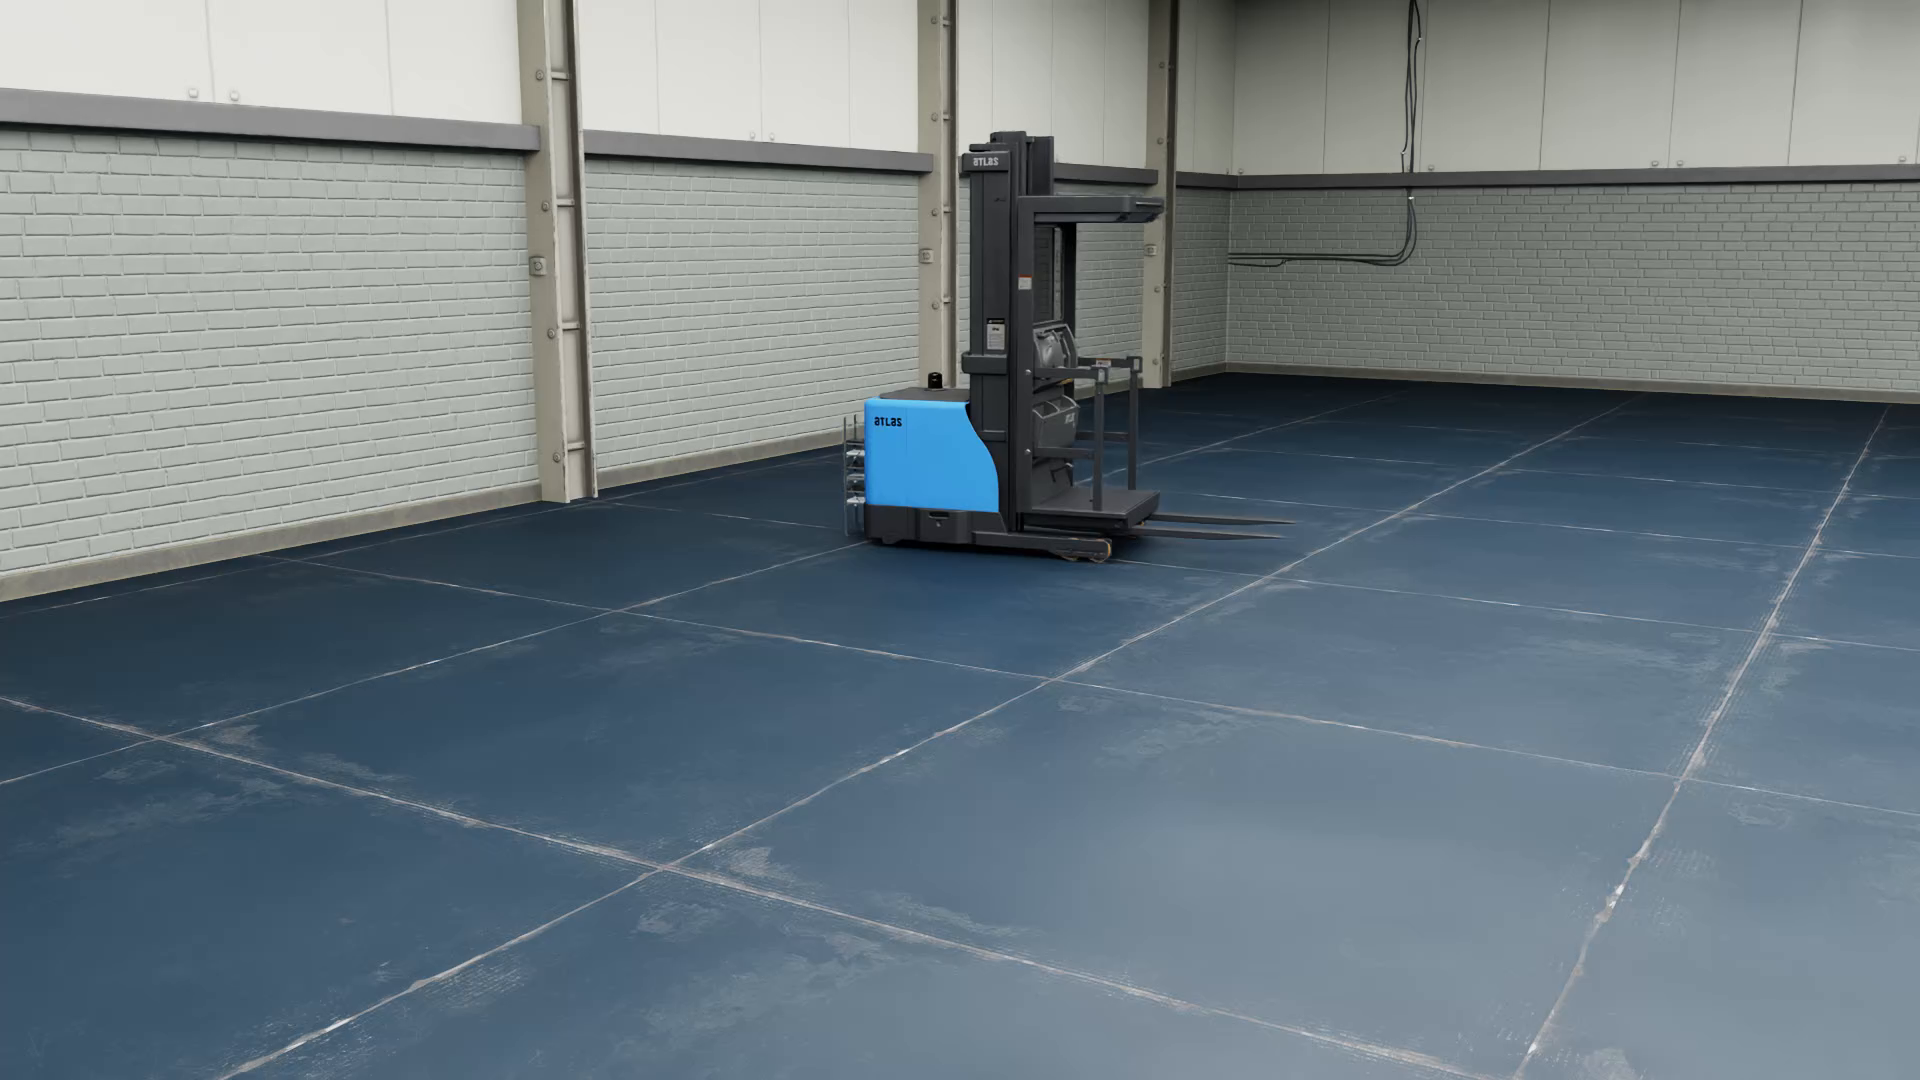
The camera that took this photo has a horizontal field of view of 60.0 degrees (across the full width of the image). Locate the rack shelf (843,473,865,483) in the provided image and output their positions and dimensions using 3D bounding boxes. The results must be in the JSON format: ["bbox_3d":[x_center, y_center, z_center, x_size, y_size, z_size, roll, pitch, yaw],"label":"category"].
[{"bbox_3d":[-0.721,-0.450,12.510,0.258,0.077,0.200,4,11,18],"label":"rack shelf"}]

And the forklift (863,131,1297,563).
[{"bbox_3d":[0.867,-1.392,11.840,3.031,2.935,1.130,4,11,19],"label":"forklift"}]

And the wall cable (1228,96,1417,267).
[{"bbox_3d":[5.532,-5.479,25.620,3.097,2.526,0.112,6,12,31],"label":"wall cable"}]

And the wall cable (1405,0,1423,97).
[{"bbox_3d":[7.844,-7.703,23.775,3.097,2.526,0.112,6,12,31],"label":"wall cable"}]

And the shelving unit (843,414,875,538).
[{"bbox_3d":[-0.721,-0.483,12.504,0.258,0.900,0.210,4,11,18],"label":"shelving unit"}]

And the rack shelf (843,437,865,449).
[{"bbox_3d":[-0.721,-0.716,12.461,0.258,0.077,0.200,4,11,18],"label":"rack shelf"}]

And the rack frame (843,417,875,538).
[{"bbox_3d":[-0.753,-0.465,12.409,0.240,0.900,0.006,4,11,18],"label":"rack frame"}]

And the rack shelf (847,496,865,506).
[{"bbox_3d":[-0.721,-0.274,12.544,0.258,0.077,0.200,4,11,18],"label":"rack shelf"}]

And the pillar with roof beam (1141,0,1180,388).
[{"bbox_3d":[6.552,-6.257,21.338,9.100,9.000,0.400,6,12,31],"label":"pillar with roof beam"}]

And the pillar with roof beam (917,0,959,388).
[{"bbox_3d":[3.436,-5.314,16.297,9.100,9.000,0.400,6,12,31],"label":"pillar with roof beam"}]

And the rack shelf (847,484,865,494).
[{"bbox_3d":[-0.721,-0.362,12.527,0.258,0.077,0.200,4,11,18],"label":"rack shelf"}]

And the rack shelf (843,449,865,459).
[{"bbox_3d":[-0.721,-0.627,12.477,0.258,0.077,0.200,4,11,18],"label":"rack shelf"}]

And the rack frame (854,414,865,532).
[{"bbox_3d":[-0.689,-0.501,12.599,0.240,0.900,0.006,4,11,18],"label":"rack frame"}]

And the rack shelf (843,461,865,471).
[{"bbox_3d":[-0.721,-0.539,12.494,0.258,0.077,0.200,4,11,18],"label":"rack shelf"}]

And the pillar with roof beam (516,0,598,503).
[{"bbox_3d":[0.321,-4.370,11.257,9.100,9.000,0.400,6,12,31],"label":"pillar with roof beam"}]
